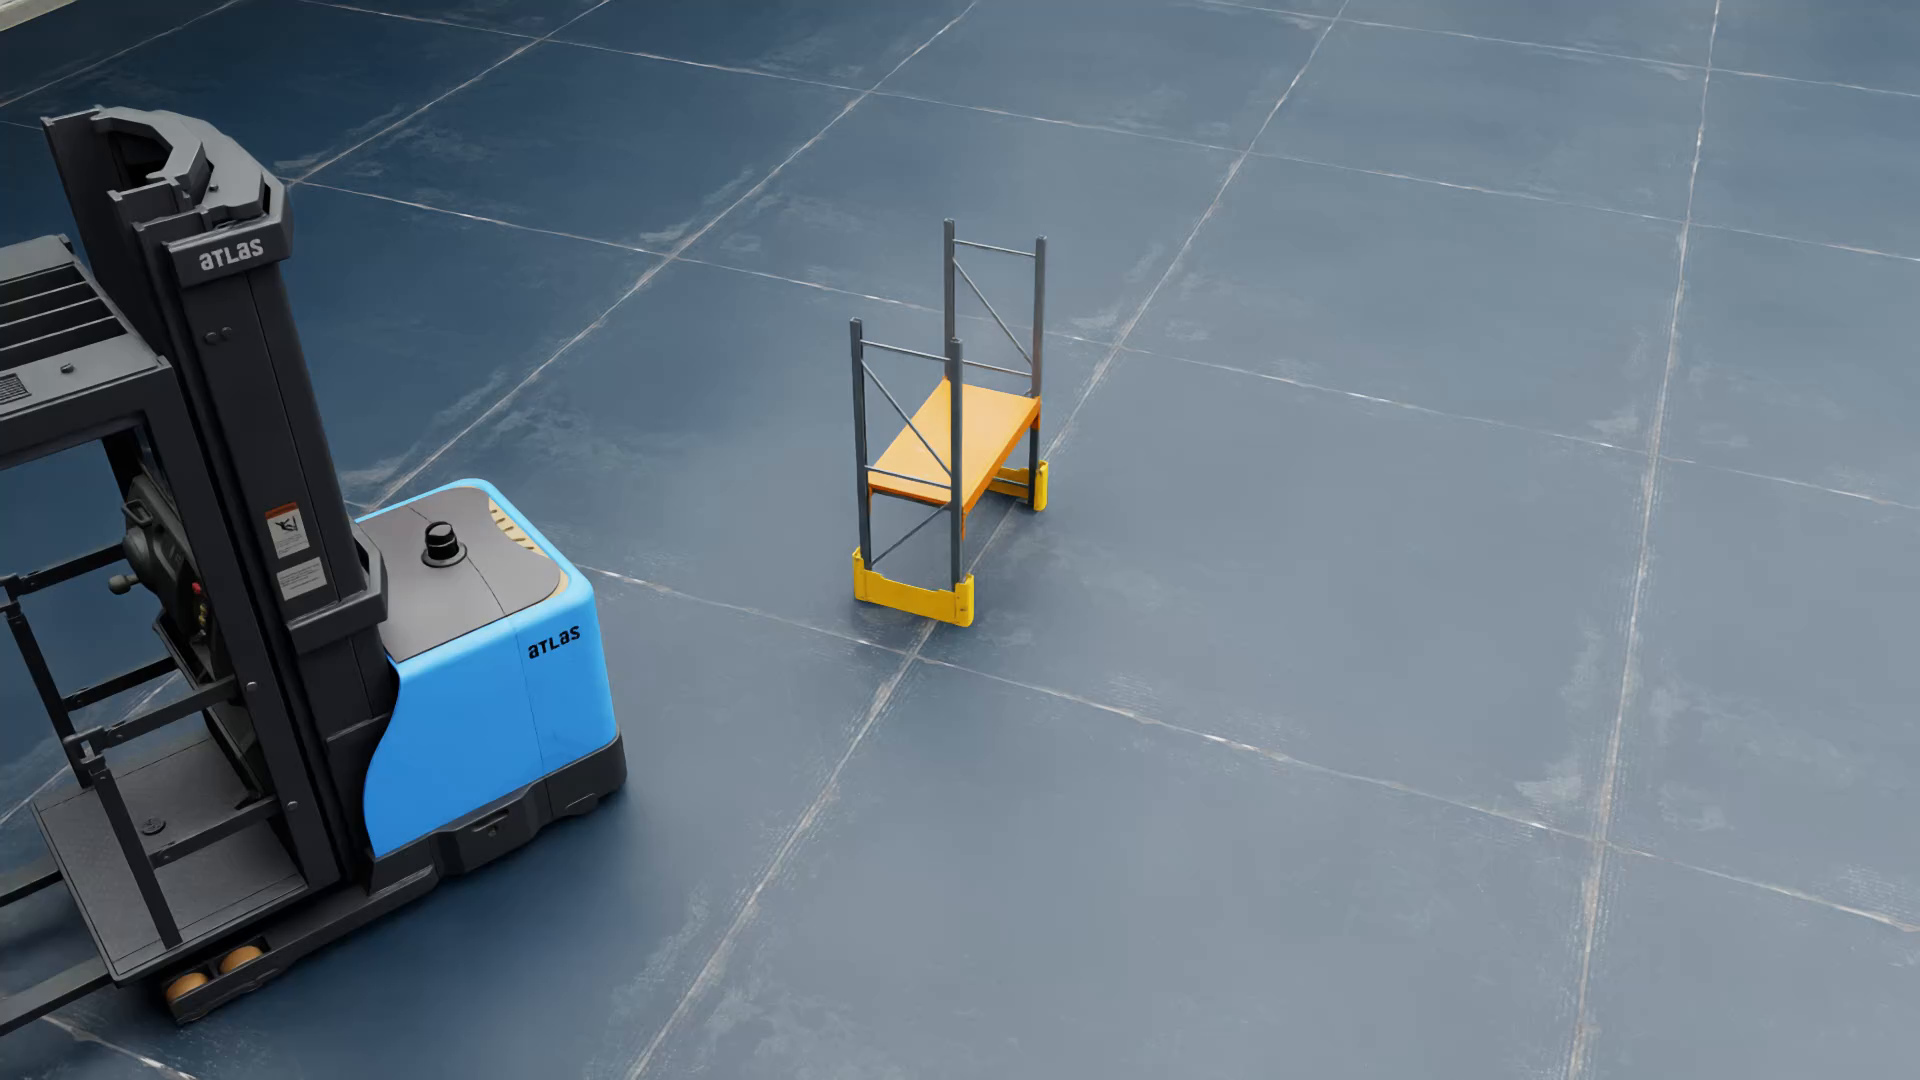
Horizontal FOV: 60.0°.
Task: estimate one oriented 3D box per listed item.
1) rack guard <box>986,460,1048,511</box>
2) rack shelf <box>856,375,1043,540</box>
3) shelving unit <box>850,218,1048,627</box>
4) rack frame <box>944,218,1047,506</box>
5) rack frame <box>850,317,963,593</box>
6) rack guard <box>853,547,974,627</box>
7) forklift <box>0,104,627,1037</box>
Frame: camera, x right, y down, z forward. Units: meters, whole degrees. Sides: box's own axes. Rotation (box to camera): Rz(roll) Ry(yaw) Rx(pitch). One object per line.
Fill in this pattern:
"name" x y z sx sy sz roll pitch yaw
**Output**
"rack guard" 0.160 -0.334 8.488 0.587 0.250 0.087 14 39 18
"rack shelf" -0.032 -0.409 7.845 0.538 0.185 1.000 14 39 18
"shelving unit" -0.029 -0.559 7.745 0.587 1.500 1.083 14 39 18
"rack frame" 0.161 -0.835 8.114 0.500 1.500 0.032 14 39 18
"rack frame" -0.226 -0.272 7.361 0.500 1.500 0.032 14 39 18
"rack guard" -0.218 0.218 7.750 0.587 0.250 0.087 14 39 18
"forklift" -2.835 0.184 5.556 3.031 2.935 1.130 -26 44 -30
